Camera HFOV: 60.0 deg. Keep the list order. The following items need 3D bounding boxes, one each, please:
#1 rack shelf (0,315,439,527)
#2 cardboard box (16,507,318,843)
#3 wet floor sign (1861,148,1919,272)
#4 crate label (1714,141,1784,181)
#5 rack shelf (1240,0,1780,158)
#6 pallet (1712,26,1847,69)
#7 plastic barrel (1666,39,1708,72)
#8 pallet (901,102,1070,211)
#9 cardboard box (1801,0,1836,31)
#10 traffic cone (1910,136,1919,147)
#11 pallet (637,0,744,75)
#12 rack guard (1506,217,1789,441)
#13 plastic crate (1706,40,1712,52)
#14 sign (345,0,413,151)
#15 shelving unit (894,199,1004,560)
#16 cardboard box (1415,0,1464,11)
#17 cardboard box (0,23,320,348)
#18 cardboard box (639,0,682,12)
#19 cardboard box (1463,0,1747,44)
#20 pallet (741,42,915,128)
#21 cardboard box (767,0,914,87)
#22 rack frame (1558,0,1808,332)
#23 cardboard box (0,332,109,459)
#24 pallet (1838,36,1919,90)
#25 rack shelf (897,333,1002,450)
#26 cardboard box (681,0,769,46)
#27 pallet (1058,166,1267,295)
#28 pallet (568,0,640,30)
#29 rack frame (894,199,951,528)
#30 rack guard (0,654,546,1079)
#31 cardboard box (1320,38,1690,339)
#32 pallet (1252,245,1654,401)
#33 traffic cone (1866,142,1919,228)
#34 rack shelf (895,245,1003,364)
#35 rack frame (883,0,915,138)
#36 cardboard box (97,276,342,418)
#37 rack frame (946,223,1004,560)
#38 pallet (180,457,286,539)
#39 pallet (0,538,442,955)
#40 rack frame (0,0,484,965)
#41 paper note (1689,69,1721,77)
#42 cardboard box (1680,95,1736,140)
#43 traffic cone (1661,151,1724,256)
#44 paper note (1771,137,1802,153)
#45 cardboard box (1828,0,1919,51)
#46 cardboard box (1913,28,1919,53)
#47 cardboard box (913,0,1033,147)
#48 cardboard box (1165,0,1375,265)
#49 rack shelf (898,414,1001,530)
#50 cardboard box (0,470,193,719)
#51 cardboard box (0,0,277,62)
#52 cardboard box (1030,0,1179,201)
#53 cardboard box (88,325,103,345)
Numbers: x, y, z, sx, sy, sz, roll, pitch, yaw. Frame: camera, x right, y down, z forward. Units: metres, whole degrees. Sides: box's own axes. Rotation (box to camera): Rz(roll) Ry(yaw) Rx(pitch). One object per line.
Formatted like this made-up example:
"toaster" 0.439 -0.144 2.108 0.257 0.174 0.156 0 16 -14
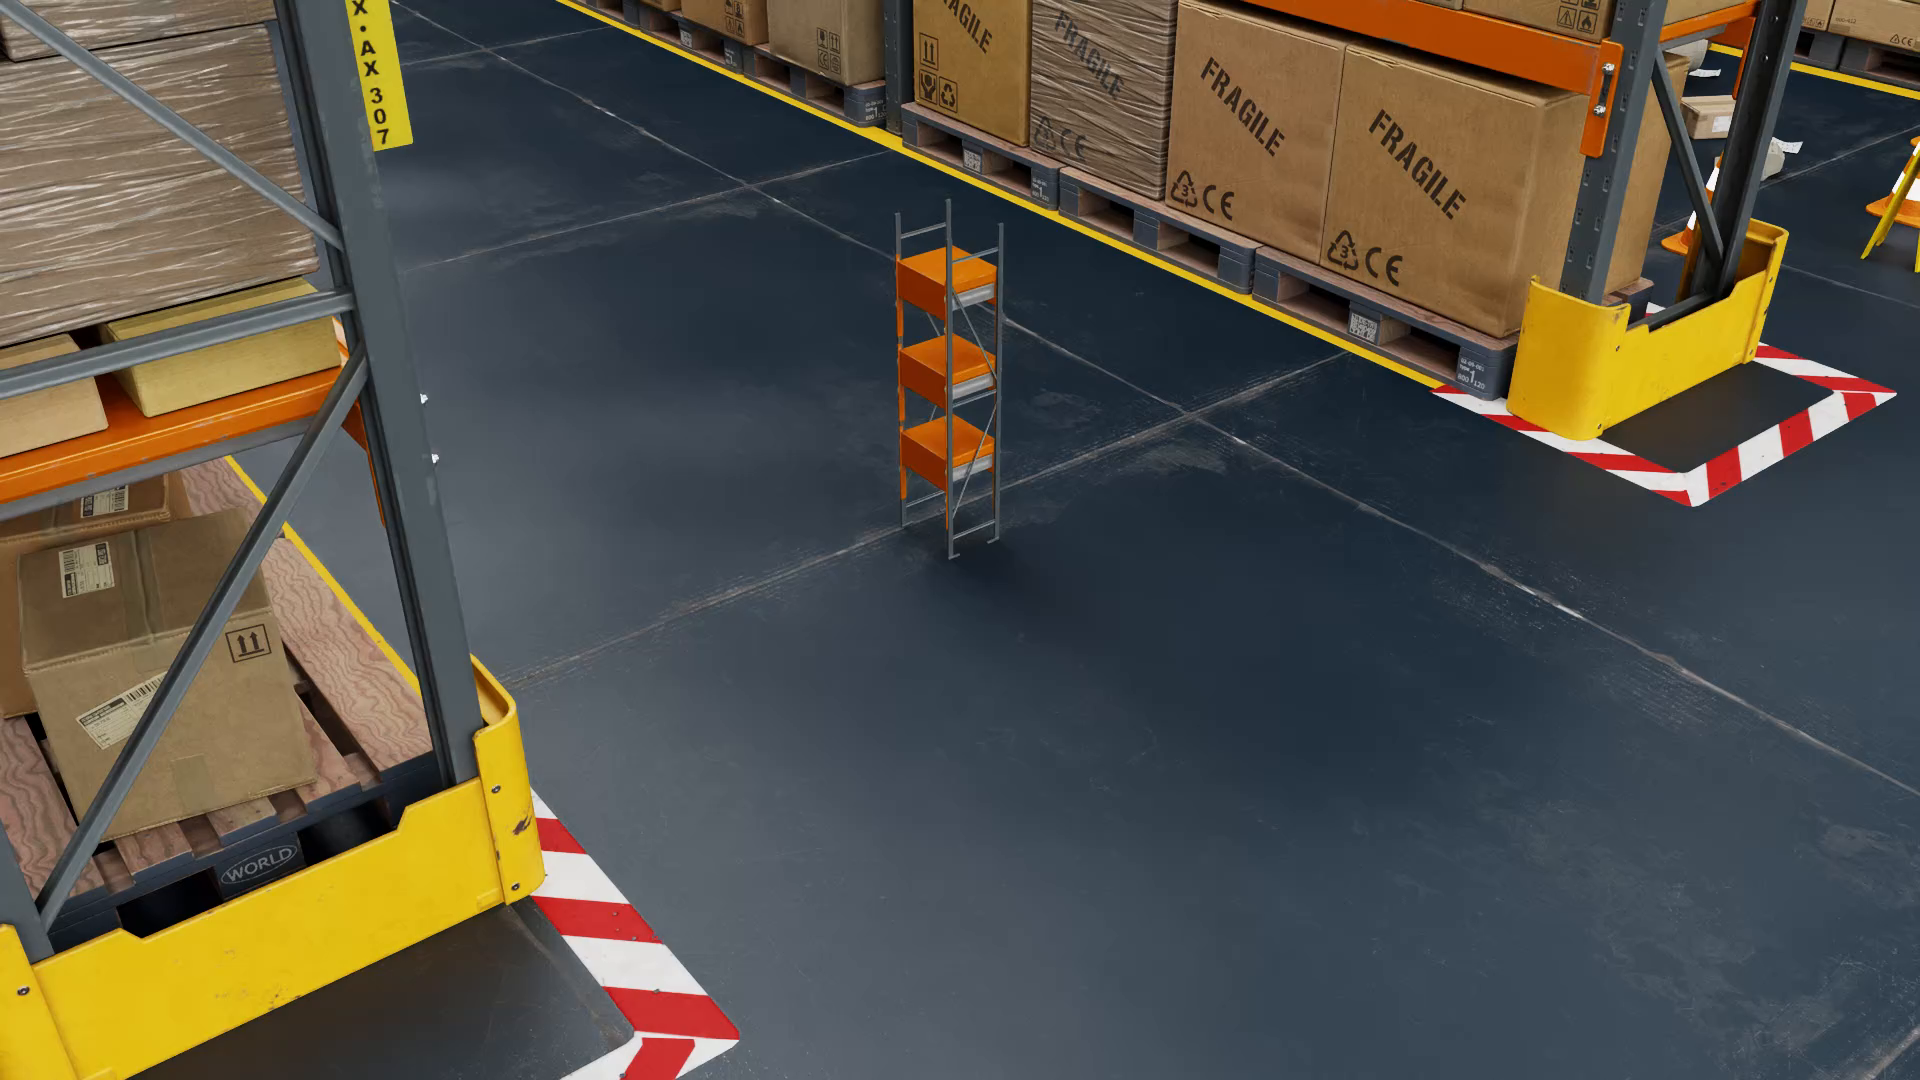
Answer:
"rack shelf" -2.707 -0.842 4.444 1.077 0.370 4.000 -22 38 -31
"cardboard box" -1.851 0.304 3.889 0.500 0.500 0.500 -15 35 -23
"wet floor sign" 4.081 -1.505 7.062 0.232 0.644 0.267 26 40 35
"crate label" 3.865 -1.873 8.135 0.298 0.136 0.250 12 34 19
"rack shelf" 1.273 -2.405 6.960 1.077 0.370 4.000 -22 38 -31
"pallet" 5.086 -3.225 10.243 1.003 0.211 1.213 -22 38 -31
"plastic barrel" 3.885 -2.797 9.352 0.512 0.421 0.421 1 32 2
"pallet" 0.451 -2.017 8.297 1.003 0.211 1.213 -22 38 -31
"cardboard box" 5.002 -3.215 9.792 0.500 0.250 0.500 -24 39 -33
"traffic cone" 5.064 -2.204 8.361 0.336 0.463 0.334 -22 38 -31
"pallet" -1.239 -3.165 10.146 1.003 0.211 1.213 -22 38 -31
"rack guard" 2.514 -0.805 6.072 1.175 0.500 0.348 -22 38 -31
"plastic crate" 4.209 -3.027 10.049 0.583 0.080 0.402 18 36 27
"sign" -1.052 -0.857 2.967 0.100 0.325 0.005 -22 38 -31
"shelving unit" -0.033 -0.468 5.009 0.215 1.050 0.252 -22 38 -31
"cardboard box" 1.881 -2.302 5.972 0.875 0.550 0.550 -22 38 -31
"cardboard box" -1.797 -0.721 3.191 0.875 0.500 0.500 -22 38 -31
"cardboard box" -1.566 -3.787 10.239 1.050 0.750 0.750 -22 38 -31
"cardboard box" 2.236 -2.080 5.614 0.875 0.550 0.550 -22 38 -31
"pallet" -0.487 -2.656 9.327 1.003 0.211 1.213 -22 38 -31
"cardboard box" -0.406 -2.996 8.965 1.050 0.750 0.750 -22 38 -32
"rack frame" 2.499 -1.877 5.428 1.000 3.000 0.127 -22 38 -31
"cardboard box" -1.819 -0.259 3.062 0.380 0.149 0.250 -22 38 -31
"pallet" 5.830 -2.717 9.425 1.003 0.211 1.213 -22 38 -31
"rack shelf" -0.033 -0.459 5.014 0.215 0.259 0.240 -22 38 -31
"cardboard box" -0.994 -3.399 9.614 1.050 0.750 0.750 -22 38 -31
"pallet" 1.203 -1.508 7.478 1.003 0.211 1.213 -22 38 -31
"pallet" -1.983 -3.673 10.964 1.003 0.211 1.213 -22 38 -31
"rack frame" -0.108 -0.519 5.091 0.200 1.050 0.008 -22 38 -31
"rack guard" -1.528 0.716 3.623 1.175 0.500 0.348 -22 38 -31
"cardboard box" 2.031 -1.414 6.299 0.875 0.875 0.875 -22 38 -31
"pallet" 1.947 -1.000 6.660 1.003 0.211 1.213 -22 38 -31
"traffic cone" 4.396 -1.704 7.554 0.336 0.463 0.334 -22 38 -31
"rack shelf" -0.033 -0.700 4.865 0.215 0.259 0.240 -22 38 -31
"rack frame" 0.046 -3.544 8.113 1.000 3.000 0.127 -22 38 -31
"cardboard box" -1.467 -0.403 3.294 0.380 0.149 0.250 -22 38 -31
"rack frame" 0.042 -0.417 4.927 0.200 1.050 0.008 -22 38 -31
"pallet" -2.742 -0.019 5.081 1.003 0.211 1.213 -22 38 -31
"pallet" -1.998 0.489 4.263 1.003 0.211 1.213 -22 38 -31
"rack frame" -1.481 -0.314 2.912 1.000 3.000 0.127 -22 38 -31
"paper note" 4.279 -2.688 9.549 0.148 0.019 0.142 18 36 27
"cardboard box" 3.948 -2.202 8.654 0.380 0.149 0.250 -4 32 -7
"traffic cone" 3.295 -1.480 7.194 0.336 0.463 0.334 -22 38 -31
"paper note" 4.195 -2.009 8.456 0.142 0.019 0.148 18 36 27
"cardboard box" 5.328 -2.999 9.443 0.500 0.250 0.500 -22 38 -31
"cardboard box" 5.624 -2.790 9.108 0.500 0.250 0.500 -22 38 -32
"cardboard box" 0.377 -2.535 8.104 0.875 0.875 0.875 -22 38 -31
"cardboard box" 1.490 -1.780 6.888 0.875 0.875 0.875 -23 39 -32
"rack shelf" -0.033 -0.223 5.161 0.215 0.259 0.240 -22 38 -31
"cardboard box" -2.244 0.066 4.272 0.500 0.500 0.500 -12 34 -19
"cardboard box" -1.603 -1.225 3.055 0.500 0.500 0.500 -22 38 -31
"cardboard box" 0.932 -2.160 7.501 0.875 0.875 0.875 -22 38 -31
"cardboard box" -1.606 -0.514 3.472 0.380 0.149 0.250 -22 38 -31
